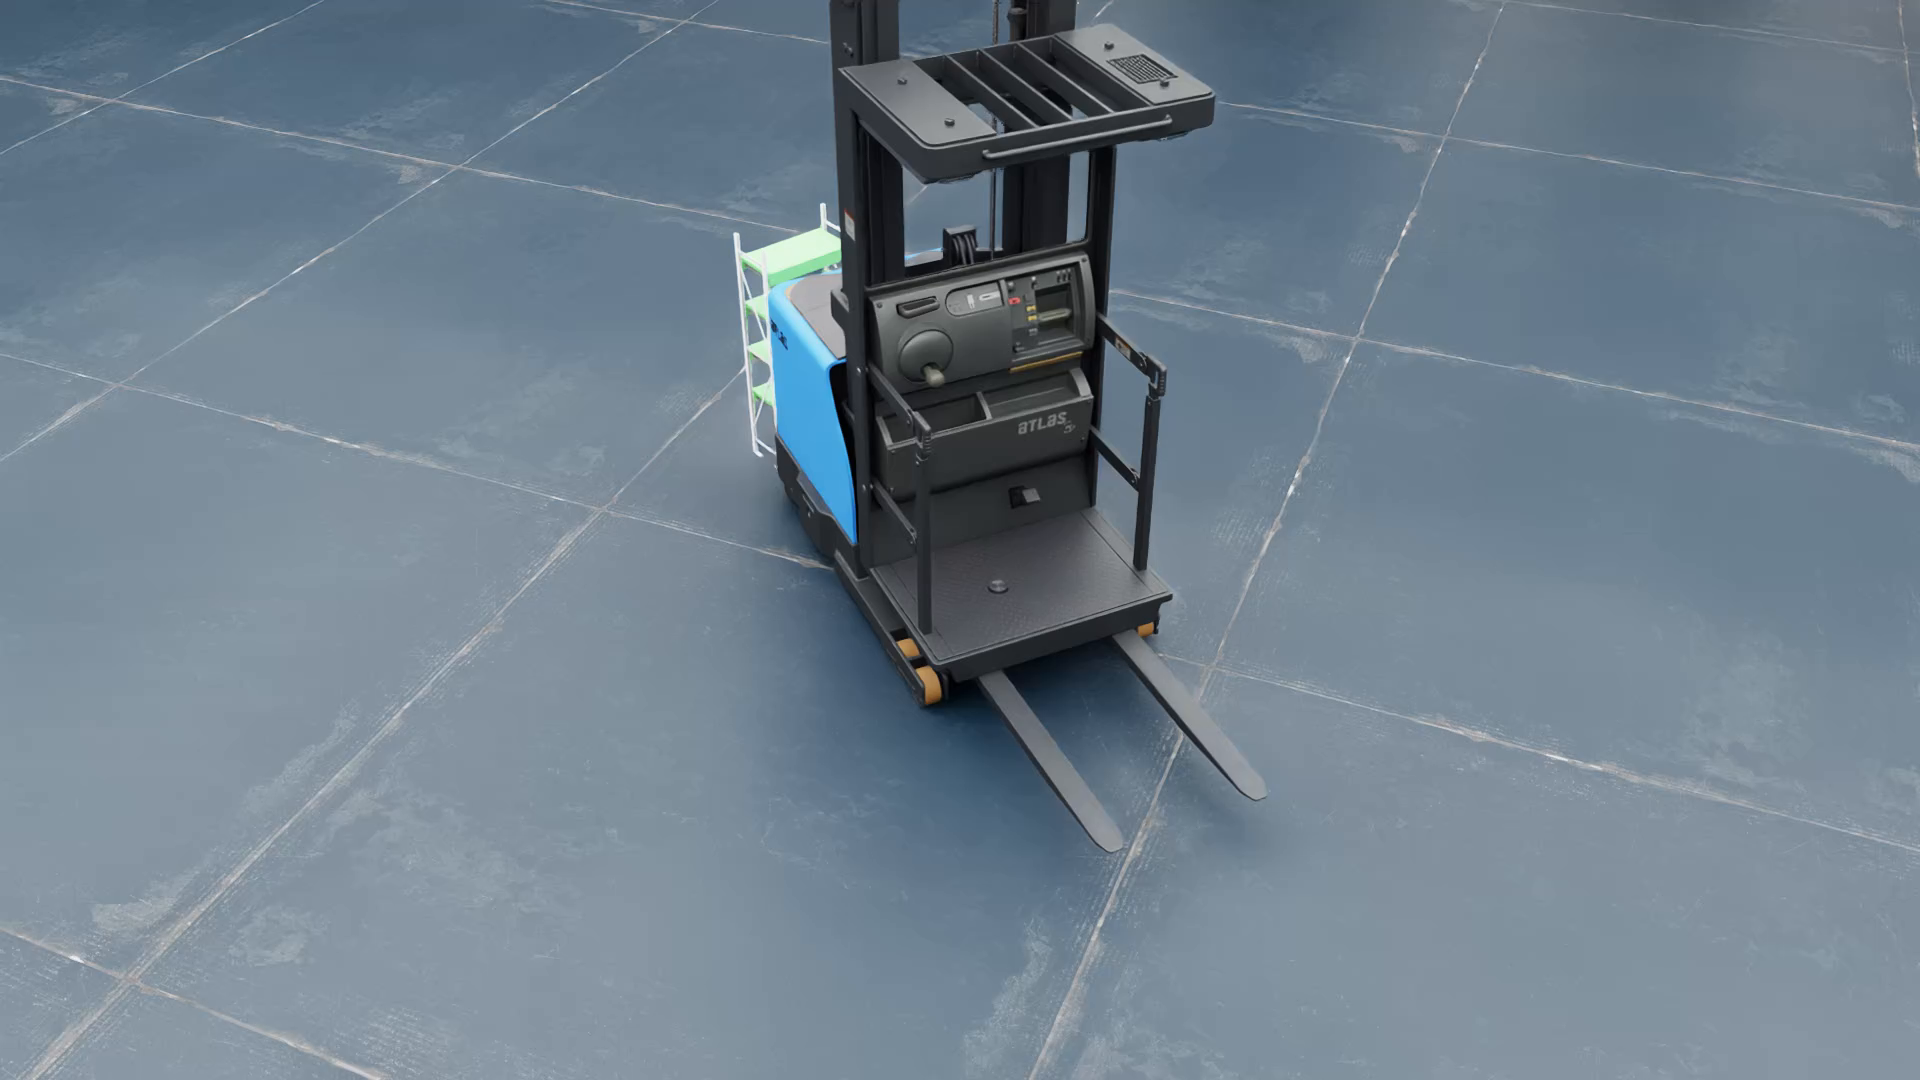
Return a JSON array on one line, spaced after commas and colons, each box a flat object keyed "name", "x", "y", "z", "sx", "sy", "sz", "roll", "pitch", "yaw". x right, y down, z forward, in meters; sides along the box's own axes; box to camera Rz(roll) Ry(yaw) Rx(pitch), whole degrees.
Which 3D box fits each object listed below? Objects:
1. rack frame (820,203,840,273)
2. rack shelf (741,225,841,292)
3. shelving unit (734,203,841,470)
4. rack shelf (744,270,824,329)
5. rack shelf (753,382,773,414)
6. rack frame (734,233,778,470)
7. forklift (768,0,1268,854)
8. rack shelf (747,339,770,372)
[{"name": "rack frame", "x": -0.579, "y": -1.057, "z": 8.162, "sx": 0.015, "sy": 1.200, "sz": 0.240, "roll": -26, "pitch": 44, "yaw": -31}, {"name": "rack shelf", "x": -0.767, "y": -1.298, "z": 7.789, "sx": 0.480, "sy": 0.148, "sz": 0.258, "roll": -26, "pitch": 44, "yaw": -31}, {"name": "shelving unit", "x": -0.767, "y": -0.964, "z": 8.038, "sx": 0.503, "sy": 1.200, "sz": 0.258, "roll": -26, "pitch": 44, "yaw": -31}, {"name": "rack shelf", "x": -0.767, "y": -1.106, "z": 7.932, "sx": 0.480, "sy": 0.148, "sz": 0.258, "roll": -26, "pitch": 44, "yaw": -31}, {"name": "rack shelf", "x": -0.766, "y": -0.721, "z": 8.219, "sx": 0.480, "sy": 0.148, "sz": 0.258, "roll": -26, "pitch": 44, "yaw": -31}, {"name": "rack frame", "x": -0.955, "y": -0.871, "z": 7.913, "sx": 0.015, "sy": 1.200, "sz": 0.240, "roll": -26, "pitch": 44, "yaw": -31}, {"name": "forklift", "x": 0.195, "y": -0.791, "z": 6.361, "sx": 1.130, "sy": 2.935, "sz": 3.031, "roll": -16, "pitch": 39, "yaw": -20}, {"name": "rack shelf", "x": -0.767, "y": -0.913, "z": 8.076, "sx": 0.480, "sy": 0.148, "sz": 0.258, "roll": -26, "pitch": 44, "yaw": -31}]
